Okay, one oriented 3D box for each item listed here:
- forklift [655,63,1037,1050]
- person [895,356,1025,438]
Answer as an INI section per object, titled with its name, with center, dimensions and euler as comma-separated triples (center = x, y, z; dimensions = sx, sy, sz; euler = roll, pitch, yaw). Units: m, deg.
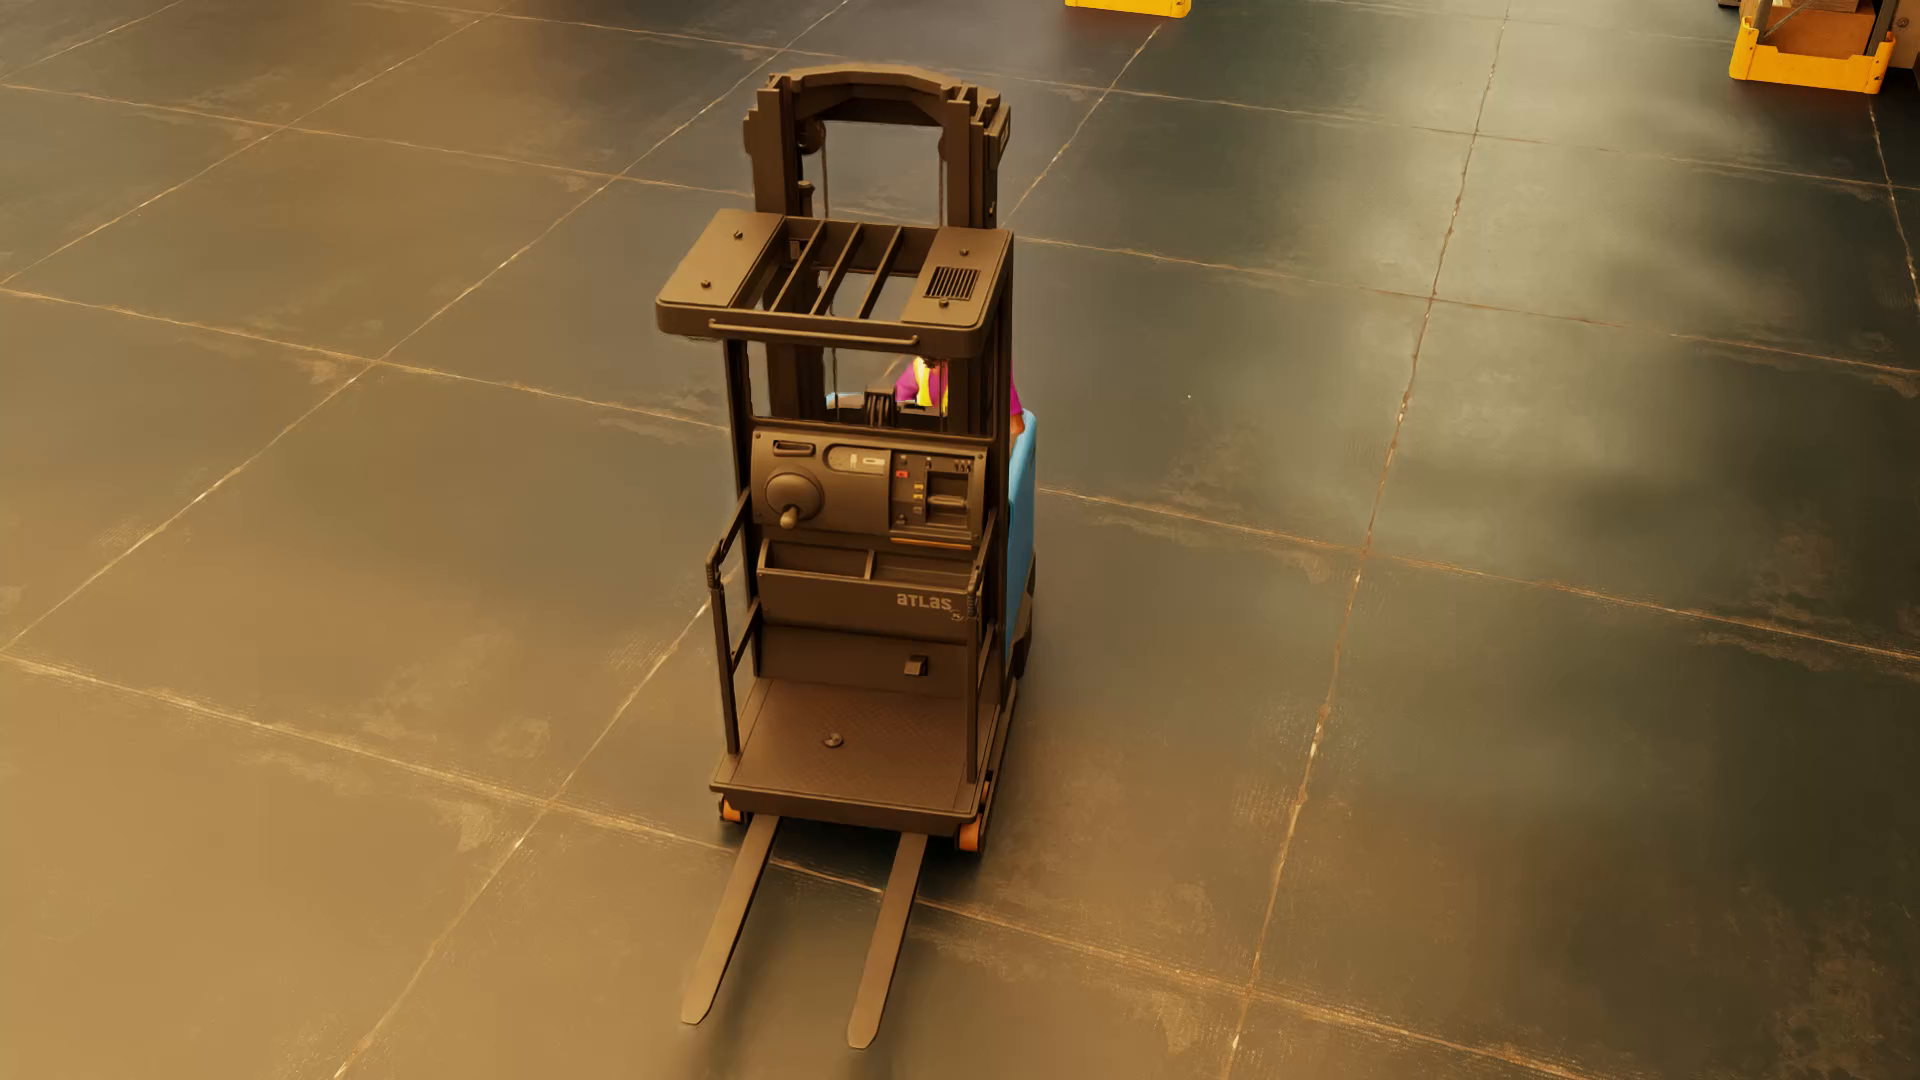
[forklift]
center = -0.394, -0.143, 6.312
dimensions = 1.130, 2.935, 3.031
euler = 6, 36, 8
[person]
center = -0.154, -0.308, 7.719
dimensions = 0.885, 1.592, 0.786
euler = 26, 43, 32
